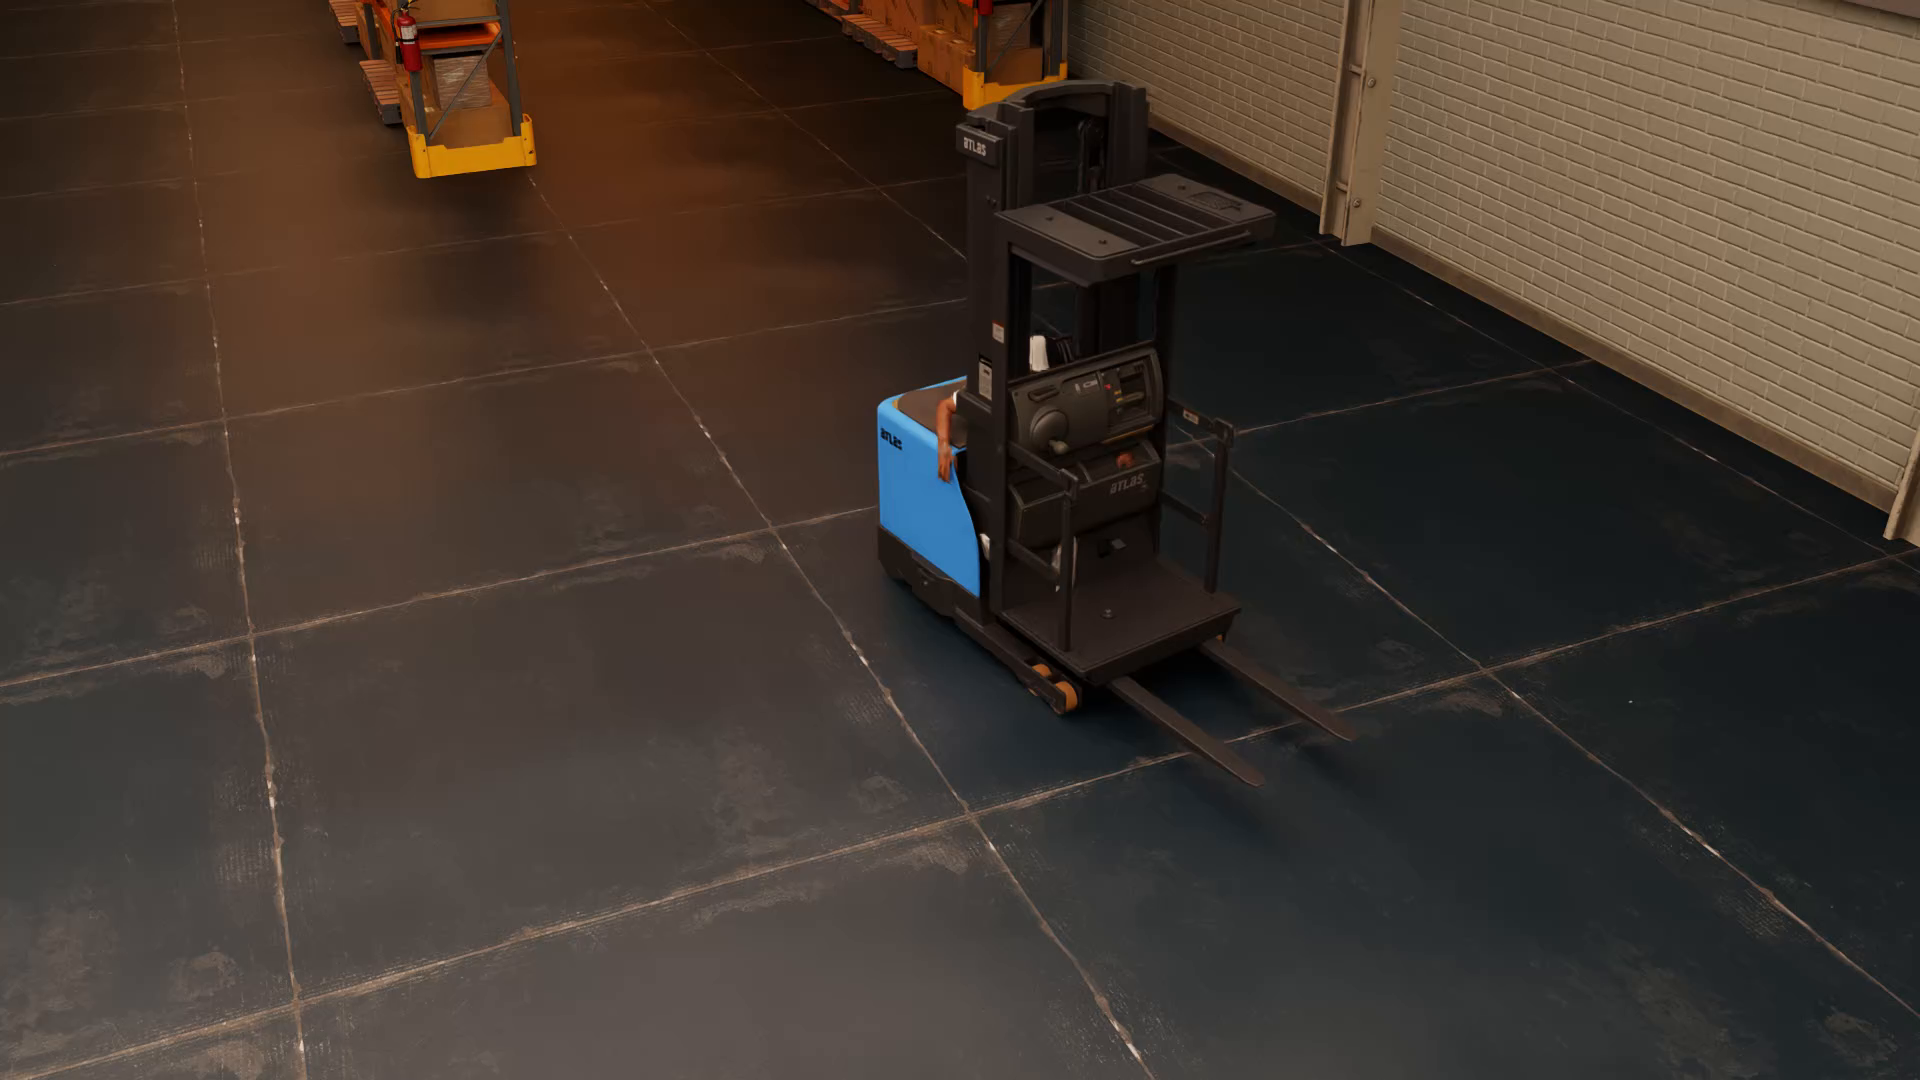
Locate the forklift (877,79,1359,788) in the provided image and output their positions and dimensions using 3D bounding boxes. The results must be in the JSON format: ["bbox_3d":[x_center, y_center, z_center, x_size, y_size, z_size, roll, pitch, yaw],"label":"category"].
[{"bbox_3d":[0.774,-0.655,8.265,1.130,2.935,3.031,-19,35,-30],"label":"forklift"}]

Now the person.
[{"bbox_3d":[0.399,-0.339,8.855,1.078,1.499,0.682,2,30,3],"label":"person"}]
